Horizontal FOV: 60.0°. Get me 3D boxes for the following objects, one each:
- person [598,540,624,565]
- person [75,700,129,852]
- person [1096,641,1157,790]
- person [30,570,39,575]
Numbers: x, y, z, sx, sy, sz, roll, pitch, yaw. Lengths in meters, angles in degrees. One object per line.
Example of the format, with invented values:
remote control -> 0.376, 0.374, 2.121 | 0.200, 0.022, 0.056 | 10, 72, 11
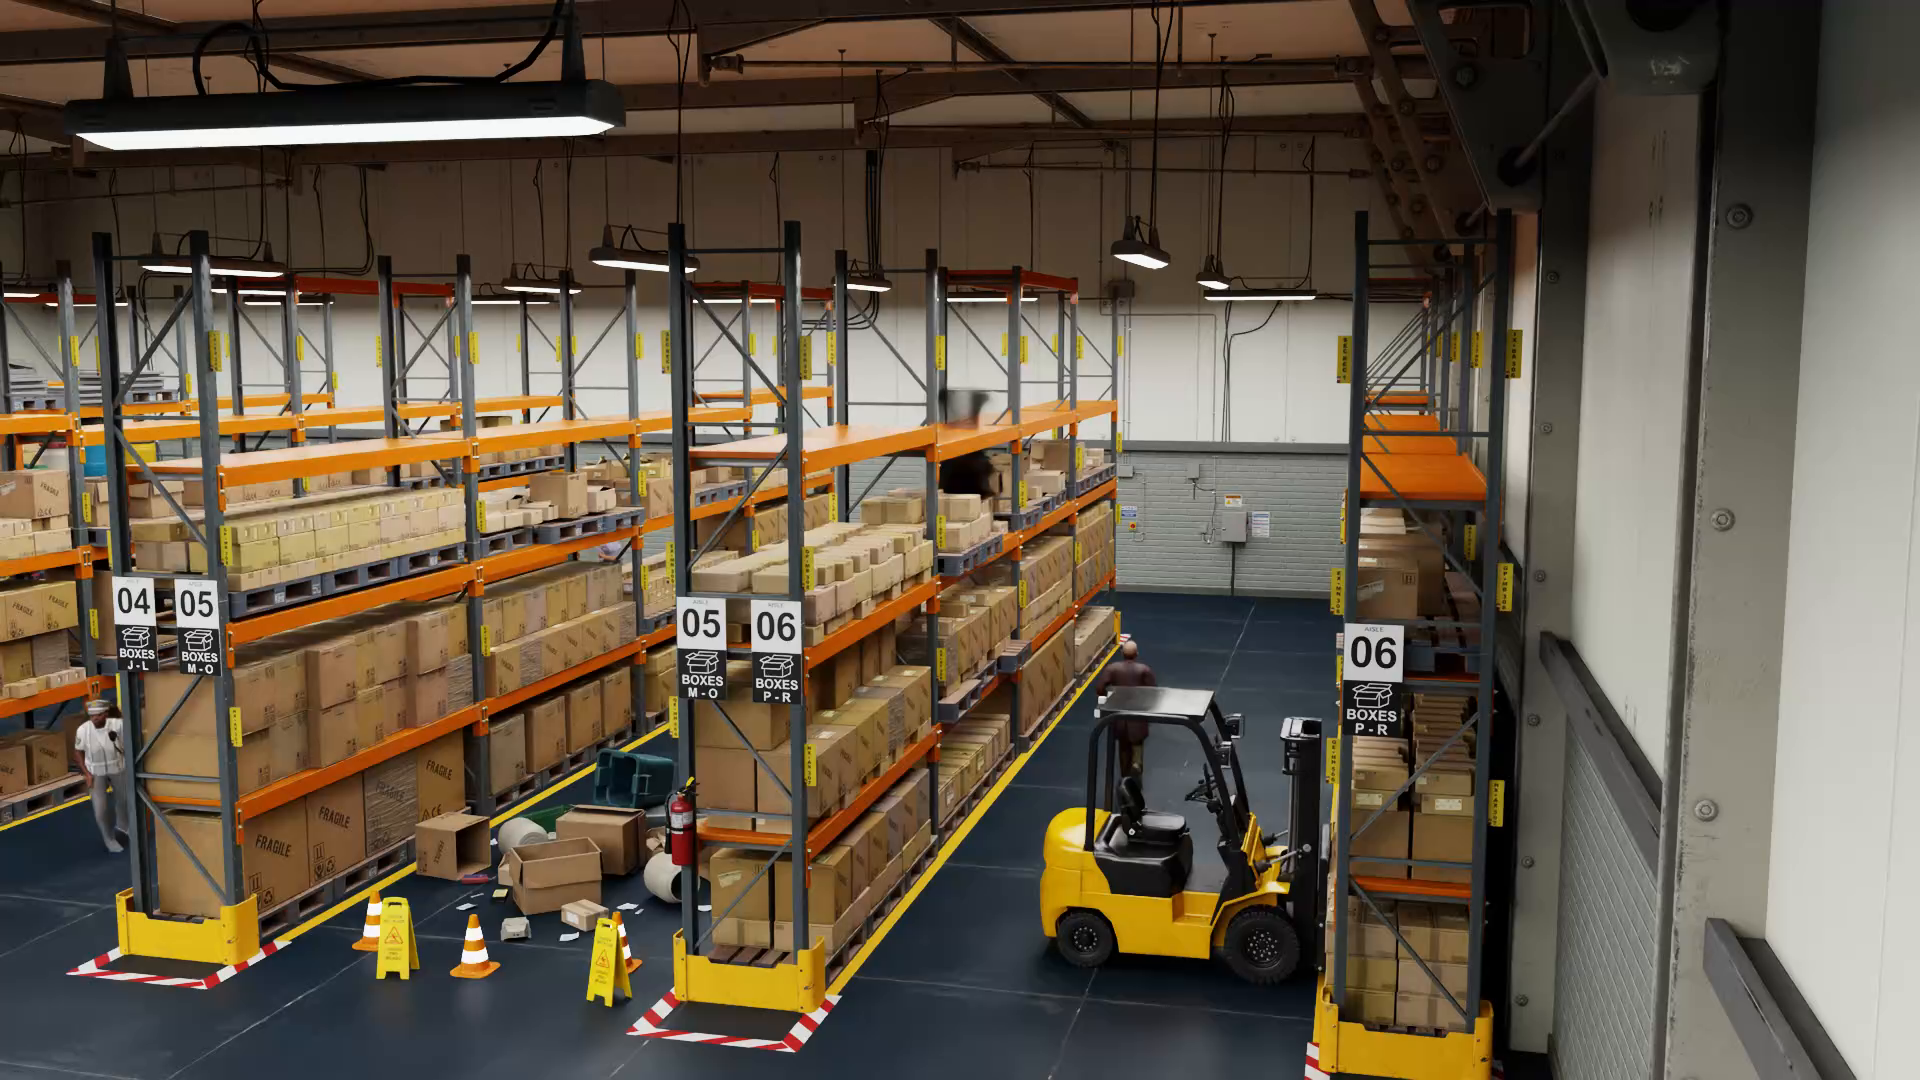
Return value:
person -> -6.548, 0.545, 31.299 | 0.876, 1.677, 0.607 | 6, 9, 41
person -> -8.616, 2.345, 16.820 | 0.589, 1.619, 0.774 | -5, 8, -33
person -> 1.894, 2.019, 18.824 | 0.711, 1.756, 0.727 | 2, 7, 15
person -> -19.041, 0.065, 34.581 | 0.773, 1.766, 0.650 | 2, 7, 15
